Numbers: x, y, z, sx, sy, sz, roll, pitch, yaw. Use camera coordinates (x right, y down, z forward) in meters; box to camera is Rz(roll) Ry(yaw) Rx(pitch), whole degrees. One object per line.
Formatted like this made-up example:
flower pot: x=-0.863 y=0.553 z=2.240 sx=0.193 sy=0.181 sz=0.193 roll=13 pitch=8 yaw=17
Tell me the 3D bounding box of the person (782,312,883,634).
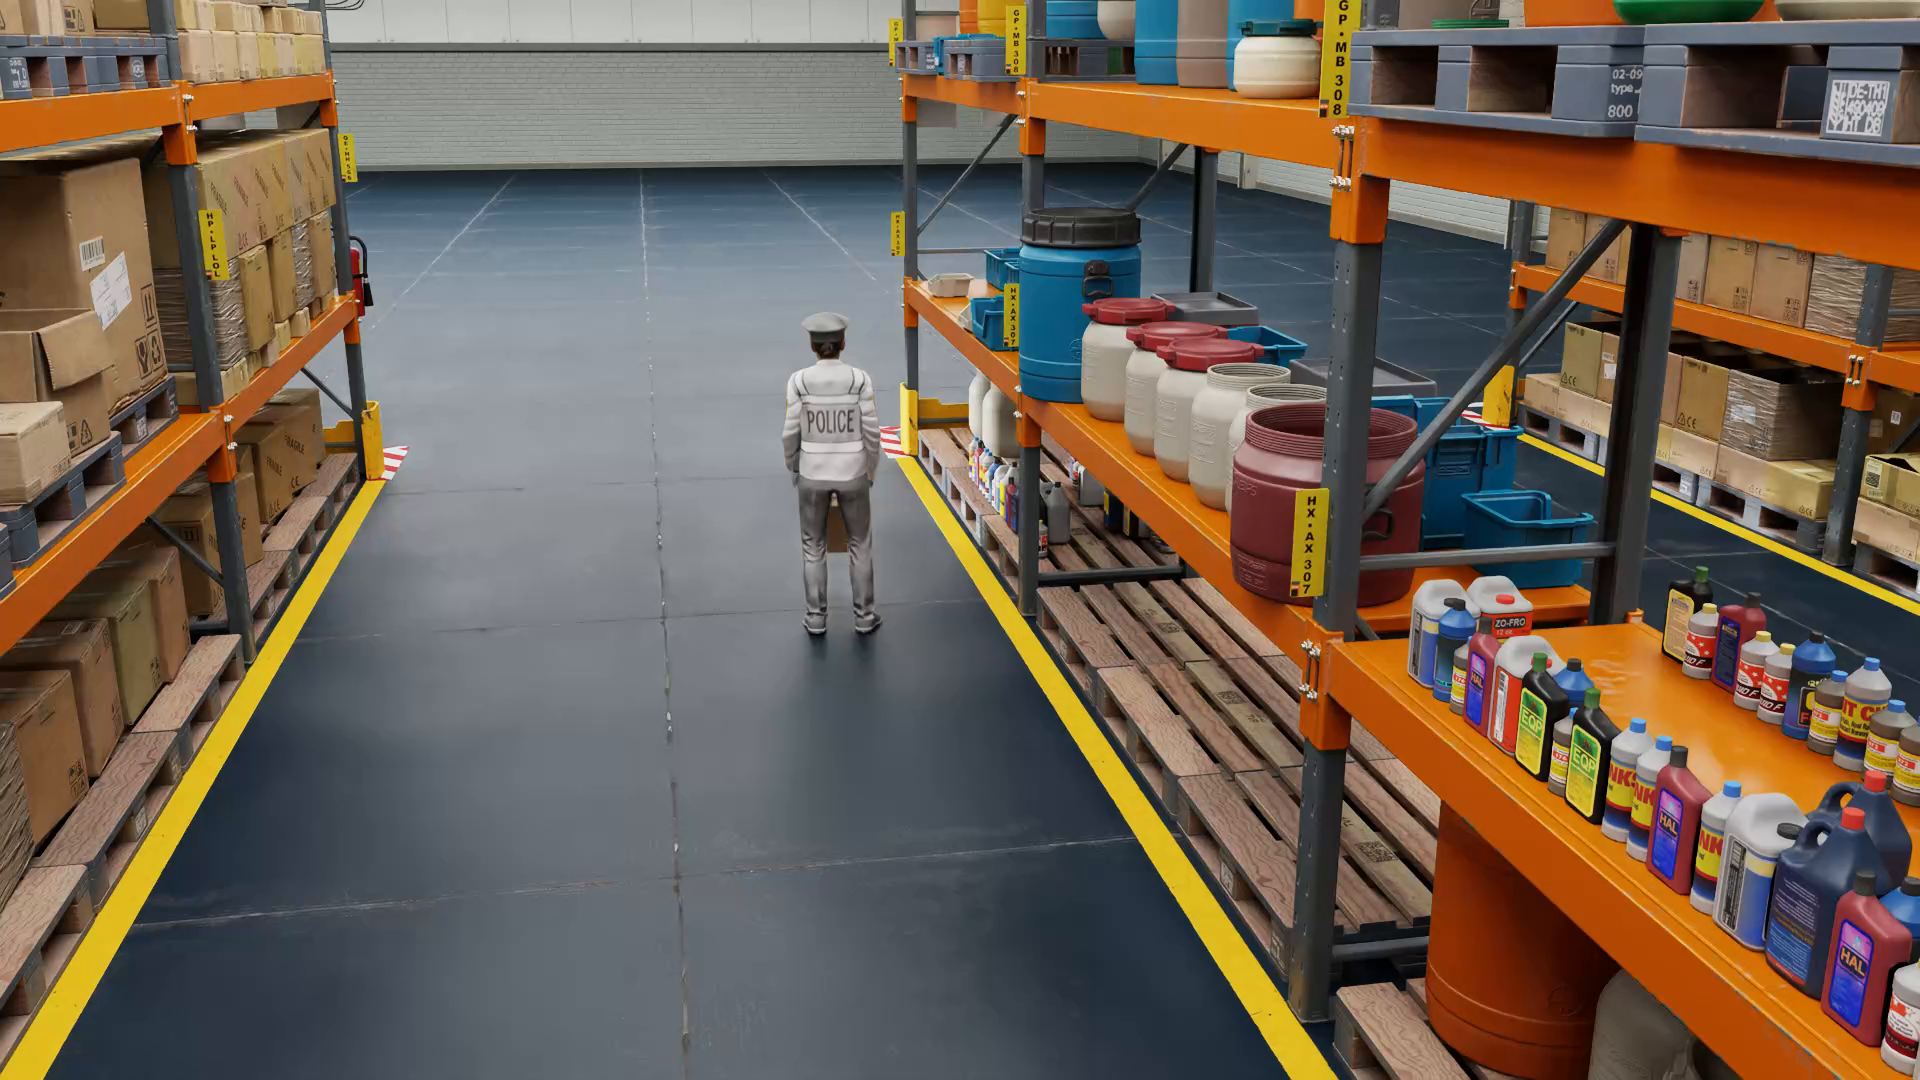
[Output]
person: x=-0.660 y=-0.327 z=8.619 sx=0.508 sy=1.673 sz=0.360 roll=-1 pitch=17 yaw=-4
